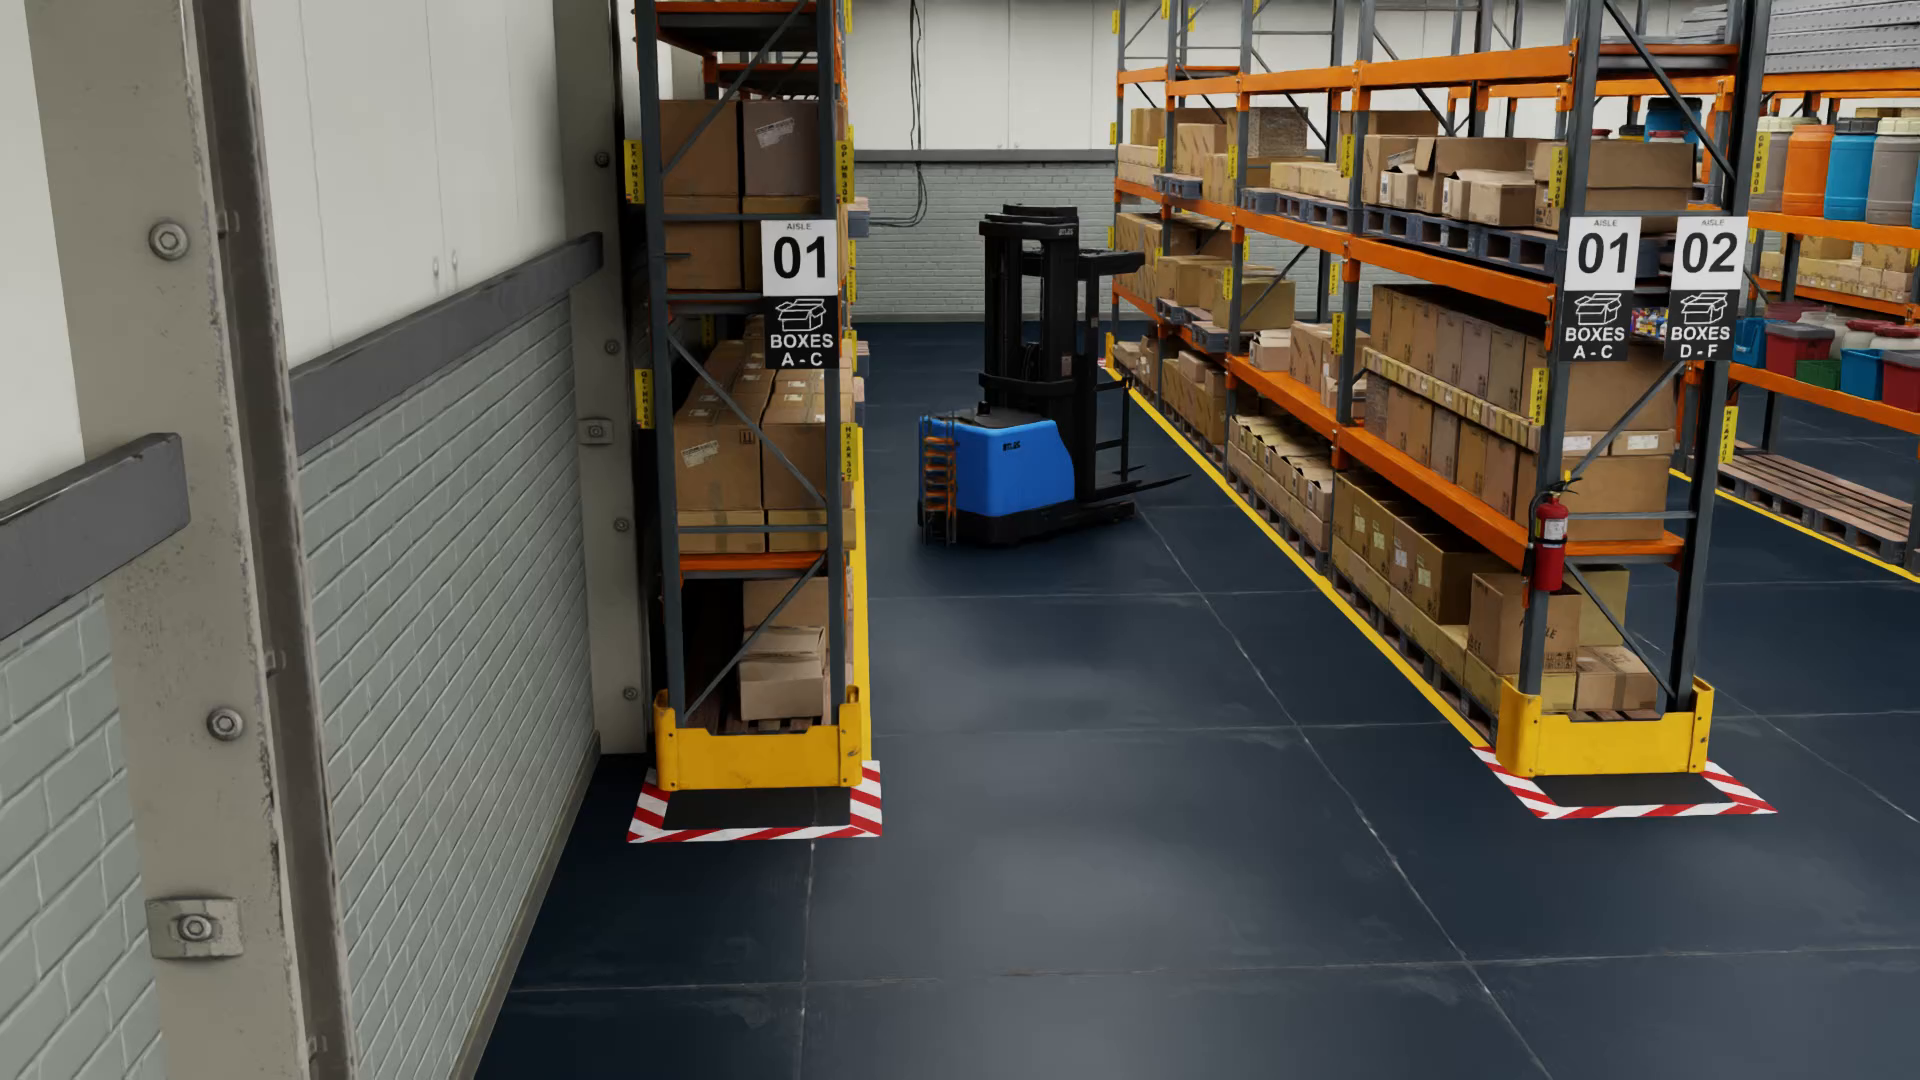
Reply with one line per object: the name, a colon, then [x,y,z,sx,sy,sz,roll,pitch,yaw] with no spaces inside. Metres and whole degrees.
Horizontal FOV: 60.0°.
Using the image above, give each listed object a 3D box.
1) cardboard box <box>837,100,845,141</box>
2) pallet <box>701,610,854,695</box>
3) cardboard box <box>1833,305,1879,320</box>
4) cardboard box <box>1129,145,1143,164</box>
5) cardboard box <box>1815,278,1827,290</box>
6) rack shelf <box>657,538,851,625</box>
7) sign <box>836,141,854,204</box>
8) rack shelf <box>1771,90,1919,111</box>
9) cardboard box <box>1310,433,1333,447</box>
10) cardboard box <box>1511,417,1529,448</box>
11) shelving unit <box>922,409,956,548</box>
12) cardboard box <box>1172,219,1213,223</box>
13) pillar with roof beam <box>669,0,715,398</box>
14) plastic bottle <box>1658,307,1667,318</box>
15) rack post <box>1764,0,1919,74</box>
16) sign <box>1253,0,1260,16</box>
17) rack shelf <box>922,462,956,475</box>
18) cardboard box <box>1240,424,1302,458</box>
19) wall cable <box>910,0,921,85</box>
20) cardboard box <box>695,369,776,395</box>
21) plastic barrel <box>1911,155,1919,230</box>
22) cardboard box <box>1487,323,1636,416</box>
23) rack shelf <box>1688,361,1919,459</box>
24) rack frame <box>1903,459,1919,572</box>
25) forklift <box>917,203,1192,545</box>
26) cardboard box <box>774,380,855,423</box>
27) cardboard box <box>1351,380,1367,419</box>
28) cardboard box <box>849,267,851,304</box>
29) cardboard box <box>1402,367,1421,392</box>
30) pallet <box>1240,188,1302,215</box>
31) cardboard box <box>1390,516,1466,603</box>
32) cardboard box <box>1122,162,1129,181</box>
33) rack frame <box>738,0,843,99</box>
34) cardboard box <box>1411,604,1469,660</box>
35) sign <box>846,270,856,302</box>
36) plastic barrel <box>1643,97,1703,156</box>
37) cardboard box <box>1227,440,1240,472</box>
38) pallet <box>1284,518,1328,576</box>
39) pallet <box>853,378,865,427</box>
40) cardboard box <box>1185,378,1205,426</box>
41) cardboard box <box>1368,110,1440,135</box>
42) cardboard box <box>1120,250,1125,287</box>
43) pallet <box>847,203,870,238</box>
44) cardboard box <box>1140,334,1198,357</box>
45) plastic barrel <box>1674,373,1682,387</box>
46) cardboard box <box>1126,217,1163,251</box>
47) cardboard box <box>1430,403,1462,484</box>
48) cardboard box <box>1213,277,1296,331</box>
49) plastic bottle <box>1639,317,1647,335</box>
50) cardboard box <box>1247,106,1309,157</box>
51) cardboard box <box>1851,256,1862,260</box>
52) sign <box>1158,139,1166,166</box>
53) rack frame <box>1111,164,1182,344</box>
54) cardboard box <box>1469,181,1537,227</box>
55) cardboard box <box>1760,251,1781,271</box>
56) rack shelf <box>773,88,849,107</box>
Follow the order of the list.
cardboard box: [-0.914,-2.275,9.580,0.500,0.500,0.500,-1,14,-4]
pallet: [-1.244,0.772,11.604,1.003,0.211,1.213,-1,14,-3]
cardboard box: [12.920,-2.832,23.435,0.875,0.875,0.875,-1,14,-3]
cardboard box: [2.634,-5.353,23.089,0.500,0.250,0.500,-1,14,-3]
cardboard box: [12.478,-3.666,23.758,0.380,0.149,0.250,-1,14,-5]
rack shelf: [-1.276,-0.204,11.242,1.077,0.370,4.000,-1,14,-3]
sign: [-0.610,-1.939,8.769,0.100,0.325,0.005,-1,14,-3]
rack shelf: [12.812,-6.129,23.035,1.077,0.370,4.000,-1,14,-3]
cardboard box: [3.642,-0.884,15.991,0.500,0.311,0.500,-1,14,-4]
cardboard box: [3.561,-0.652,10.037,0.380,0.149,0.250,-1,14,-2]
shelving unit: [-0.186,-0.542,14.723,0.258,1.200,0.189,4,15,17]
cardboard box: [3.204,-4.155,22.949,0.500,0.500,0.500,0,14,-2]
pillar with roof beam: [1.867,-4.679,15.154,9.100,9.000,0.400,-1,14,-3]
plastic bottle: [8.416,-2.731,19.872,0.152,0.276,0.135,-1,14,-3]
rack post: [8.281,-4.693,14.806,1.013,1.000,3.121,-1,14,-3]
sign: [3.602,-6.561,20.274,0.100,0.325,0.005,-1,14,-3]
rack shelf: [-0.187,-0.615,14.705,0.258,0.103,0.180,4,15,17]
cardboard box: [3.077,-1.000,16.442,0.500,0.311,0.500,-1,14,-5]
wall cable: [0.563,-9.335,29.345,3.097,2.526,0.112,-1,14,-3]
cardboard box: [-1.482,-0.848,11.058,0.500,0.500,0.500,-1,14,-3]
plastic barrel: [8.240,-3.021,13.722,0.600,0.901,0.708,-1,14,-3]
cardboard box: [3.735,-1.069,10.357,0.700,0.500,0.500,-1,14,-5]
rack shelf: [8.365,-1.351,15.703,1.077,0.370,4.000,-1,14,-3]
rack frame: [8.488,-1.202,13.680,1.000,3.000,0.127,-1,14,-3]
forklift: [1.018,-1.665,15.616,3.031,2.935,1.130,-14,20,-42]
cardboard box: [-0.928,-0.730,10.599,0.500,0.500,0.500,-1,14,-5]
cardboard box: [3.470,-1.176,13.878,0.500,0.250,0.500,0,14,0]
cardboard box: [-1.952,-3.501,22.012,0.980,0.700,0.700,-1,14,-5]
cardboard box: [3.432,-1.166,12.034,0.380,0.149,0.250,-1,14,-5]
pallet: [3.428,-3.315,16.252,1.213,0.211,1.003,0,14,-1]
cardboard box: [3.356,0.131,11.666,0.500,0.500,0.500,-1,14,-3]
cardboard box: [2.597,-5.235,23.634,0.500,0.250,0.500,-1,14,-3]
rack frame: [-1.647,-4.950,16.204,1.000,3.000,0.127,-1,14,-3]
cardboard box: [3.388,0.619,11.276,0.500,0.250,0.500,-1,14,-3]
sign: [-1.106,-2.577,16.859,0.100,0.325,0.005,-1,14,-3]
plastic barrel: [8.251,-4.669,19.283,0.600,0.901,0.708,-1,14,-3]
cardboard box: [3.036,-0.859,17.019,0.500,0.250,0.500,-1,14,-4]
pallet: [3.460,0.041,14.443,1.003,0.211,1.213,-1,14,-3]
pallet: [-1.302,-1.149,13.857,1.003,0.211,1.213,-1,14,-3]
cardboard box: [2.934,-1.612,19.406,0.500,0.500,0.500,-1,14,-6]
cardboard box: [3.546,-3.227,13.484,0.500,0.500,0.500,-1,14,-3]
cardboard box: [2.603,-3.917,24.030,0.500,0.500,0.500,-1,14,-4]
pallet: [-1.331,-2.566,13.338,1.213,0.211,1.003,-1,14,-3]
cardboard box: [2.927,-2.588,23.191,0.797,0.503,0.637,-1,14,-3]
plastic barrel: [8.123,-1.635,19.358,0.600,0.588,0.708,-1,14,-3]
cardboard box: [2.631,-4.275,23.415,0.500,0.500,0.500,-1,14,-3]
cardboard box: [3.677,-0.682,11.455,0.700,0.500,0.500,0,14,-2]
cardboard box: [3.145,-2.528,17.790,0.700,0.500,0.500,-6,16,-22]
plastic bottle: [7.750,-2.427,18.836,0.097,0.201,0.097,0,14,0]
cardboard box: [3.276,-4.216,17.164,0.500,0.500,0.500,-1,14,-3]
cardboard box: [13.046,-3.965,24.123,0.500,0.250,0.500,-1,14,-5]
sign: [2.508,-4.809,20.641,0.100,0.325,0.005,-1,14,-3]
rack frame: [2.801,-4.111,24.985,1.000,3.000,0.127,-1,14,-3]
cardboard box: [3.458,-2.066,10.192,0.500,0.250,0.500,-1,14,-3]
cardboard box: [12.449,-4.211,25.077,0.500,0.250,0.500,-1,14,-5]
rack shelf: [-2.019,-5.900,22.143,1.077,0.370,4.000,-1,14,-3]
